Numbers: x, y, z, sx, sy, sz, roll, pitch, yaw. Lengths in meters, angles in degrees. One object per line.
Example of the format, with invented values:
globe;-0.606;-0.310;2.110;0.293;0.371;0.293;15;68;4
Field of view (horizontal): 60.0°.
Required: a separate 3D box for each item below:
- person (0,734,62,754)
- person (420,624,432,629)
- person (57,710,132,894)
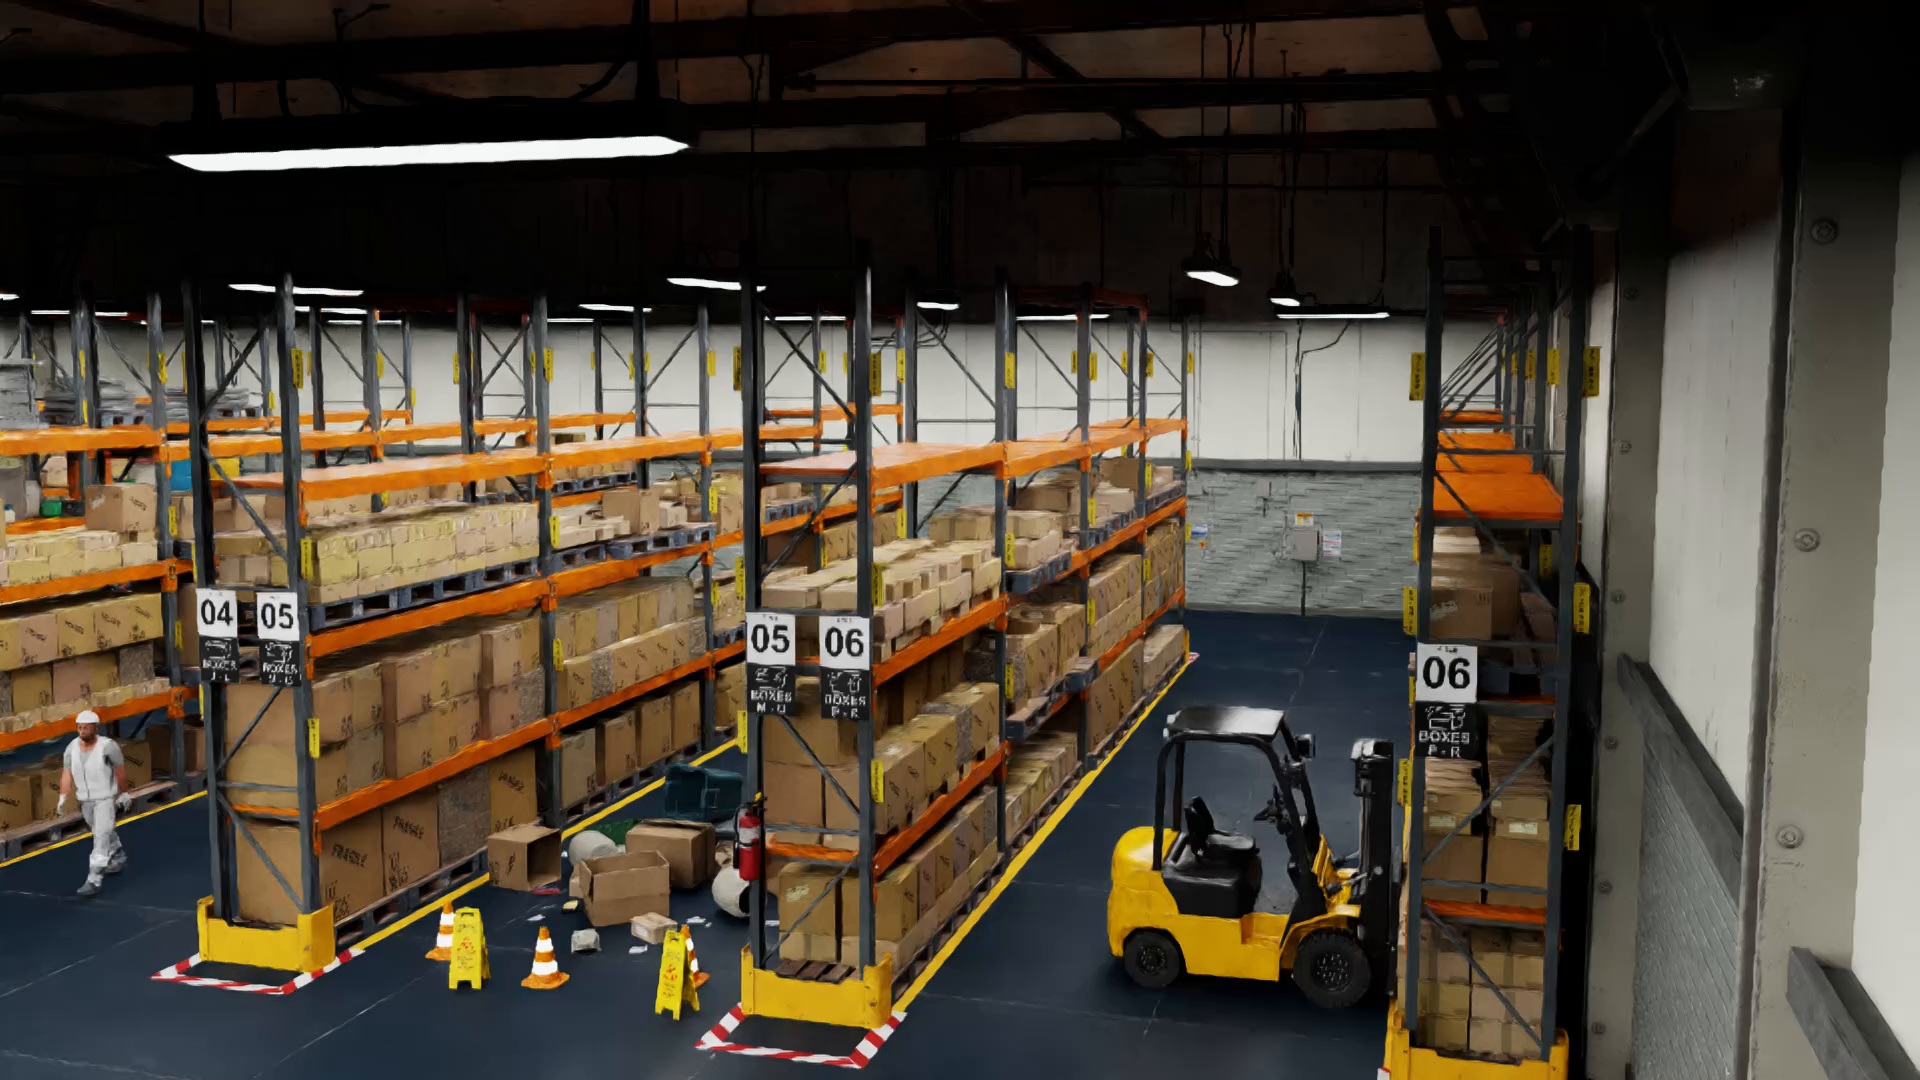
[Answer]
person;-12.145;1.944;21.631;0.456;1.612;1.019;2;7;15
person;-6.938;1.936;21.941;0.677;1.585;0.534;2;7;15
person;-8.407;2.498;16.111;0.528;1.727;1.032;1;6;8
